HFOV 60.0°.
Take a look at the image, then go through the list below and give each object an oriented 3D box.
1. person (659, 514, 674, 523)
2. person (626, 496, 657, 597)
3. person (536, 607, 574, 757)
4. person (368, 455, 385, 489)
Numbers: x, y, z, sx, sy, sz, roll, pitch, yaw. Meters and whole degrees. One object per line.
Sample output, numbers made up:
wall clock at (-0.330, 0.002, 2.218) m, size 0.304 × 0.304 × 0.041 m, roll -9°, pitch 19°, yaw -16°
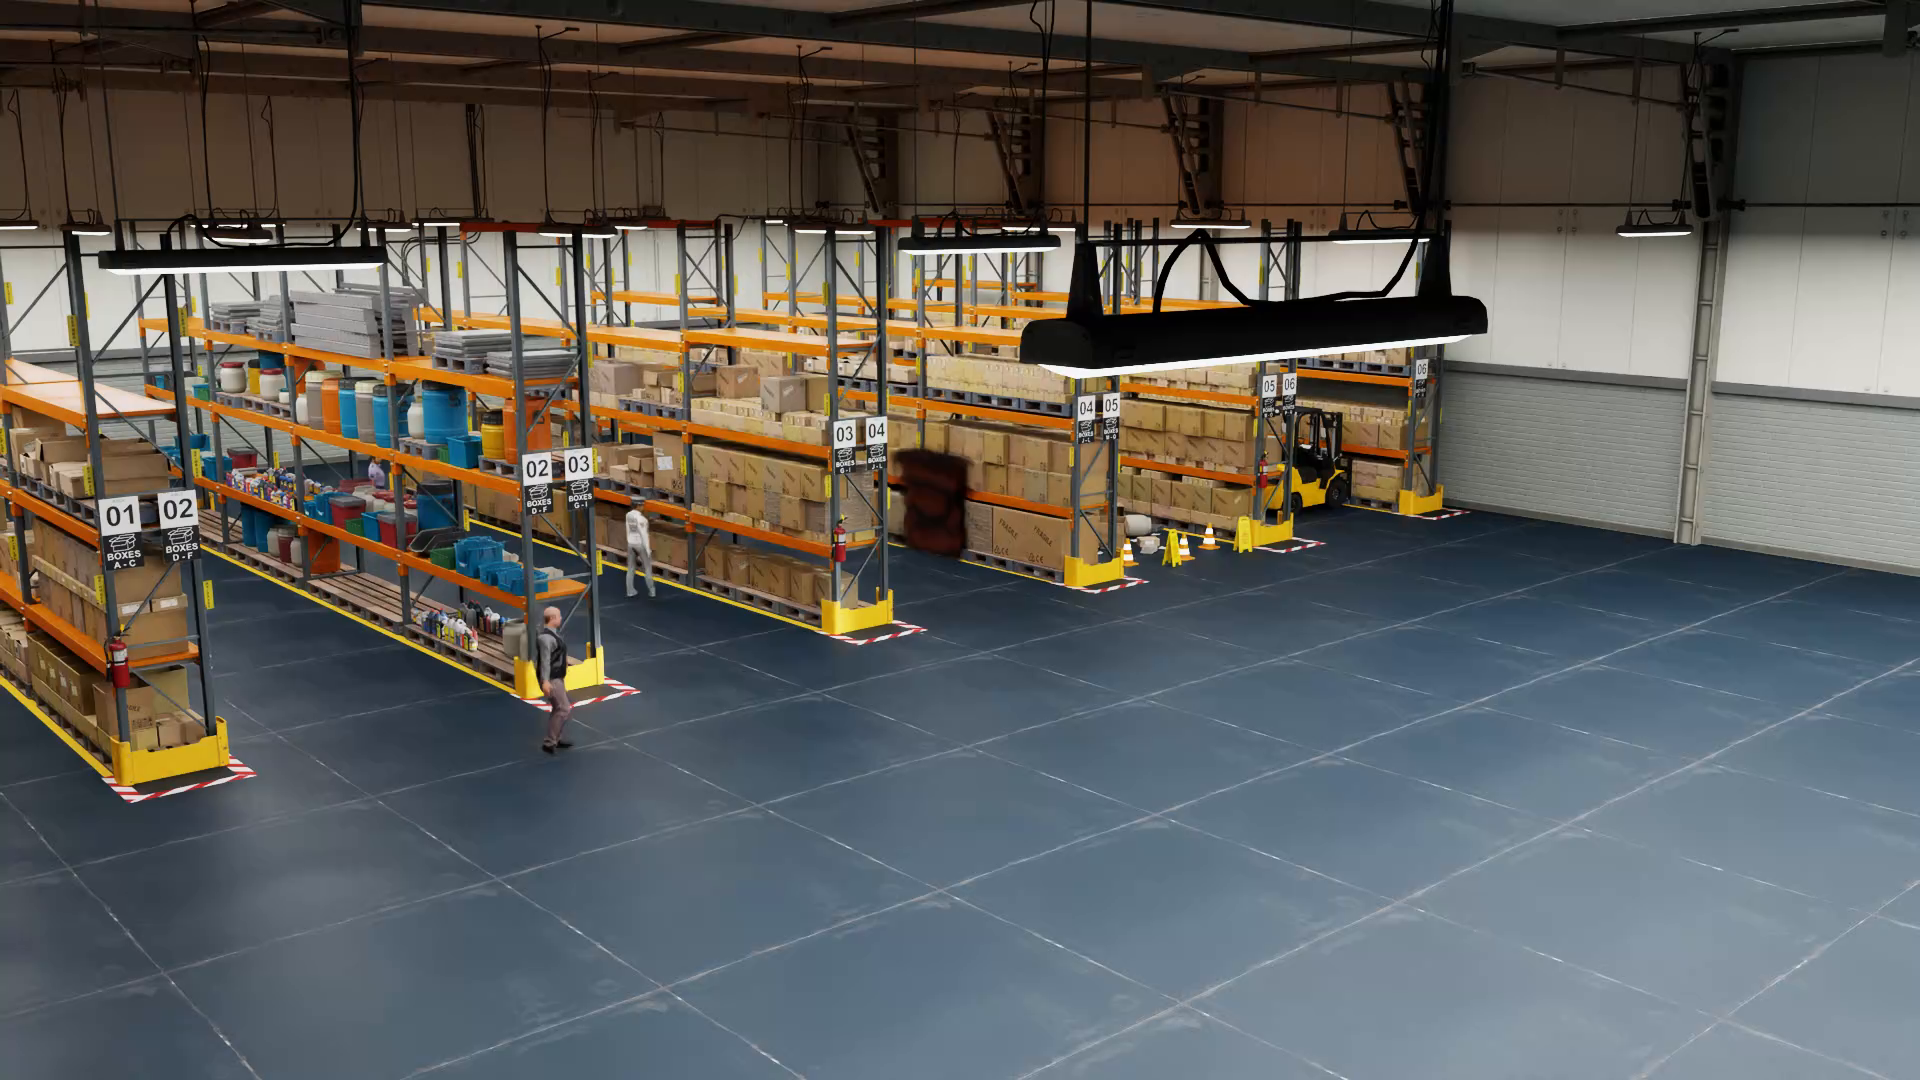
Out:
person at (-5.610, -0.940, 31.999) m, size 0.807 × 1.721 × 0.707 m, roll 11°, pitch 16°, yaw 43°
person at (-5.206, 0.105, 27.105) m, size 0.533 × 1.665 × 0.413 m, roll 7°, pitch 13°, yaw 31°
person at (-4.774, 1.646, 19.532) m, size 0.398 × 1.754 × 0.652 m, roll -2°, pitch 12°, yaw -9°
person at (-11.217, -0.888, 32.167) m, size 0.541 × 1.638 × 0.534 m, roll -6°, pitch 13°, yaw -28°
